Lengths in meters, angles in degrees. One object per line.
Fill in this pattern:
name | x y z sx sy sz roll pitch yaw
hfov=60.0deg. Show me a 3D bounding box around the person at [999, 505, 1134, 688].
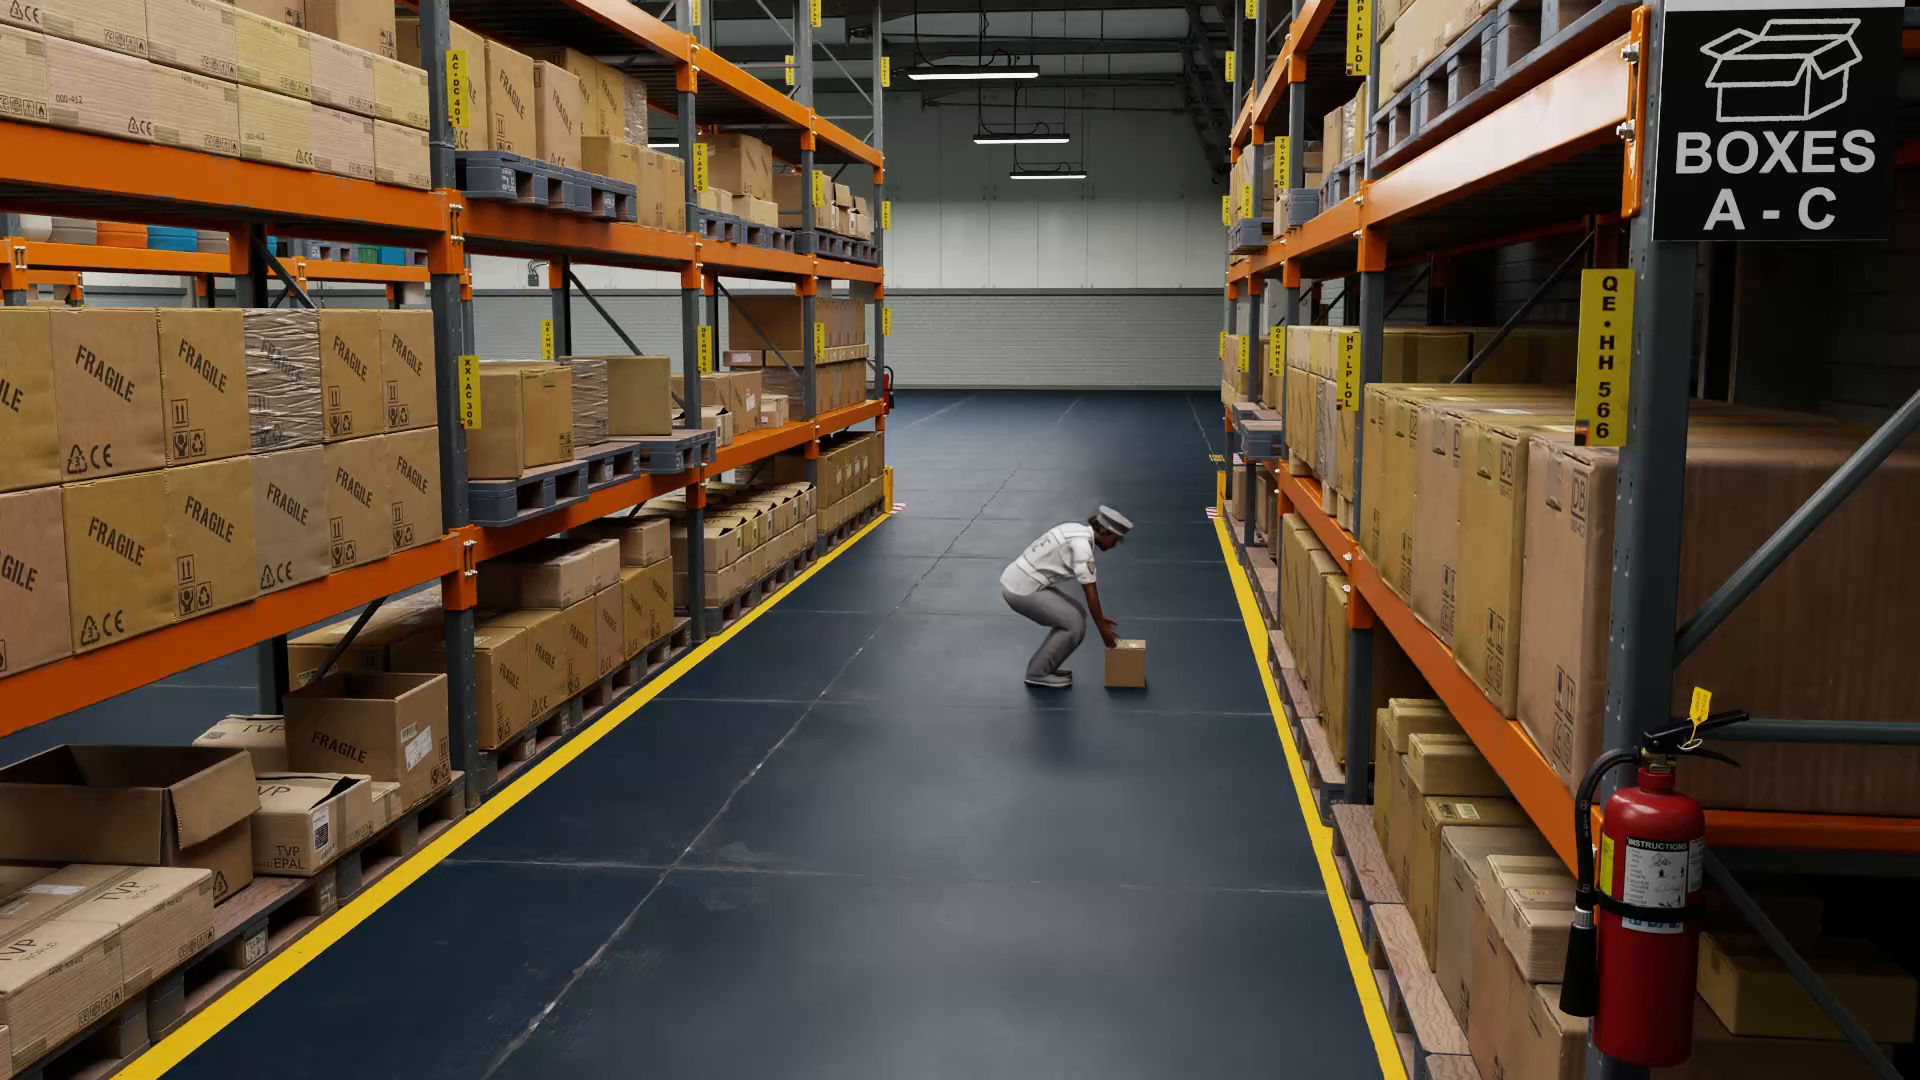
person | 0.663 0.341 10.371 0.828 1.109 0.498 1 8 6
